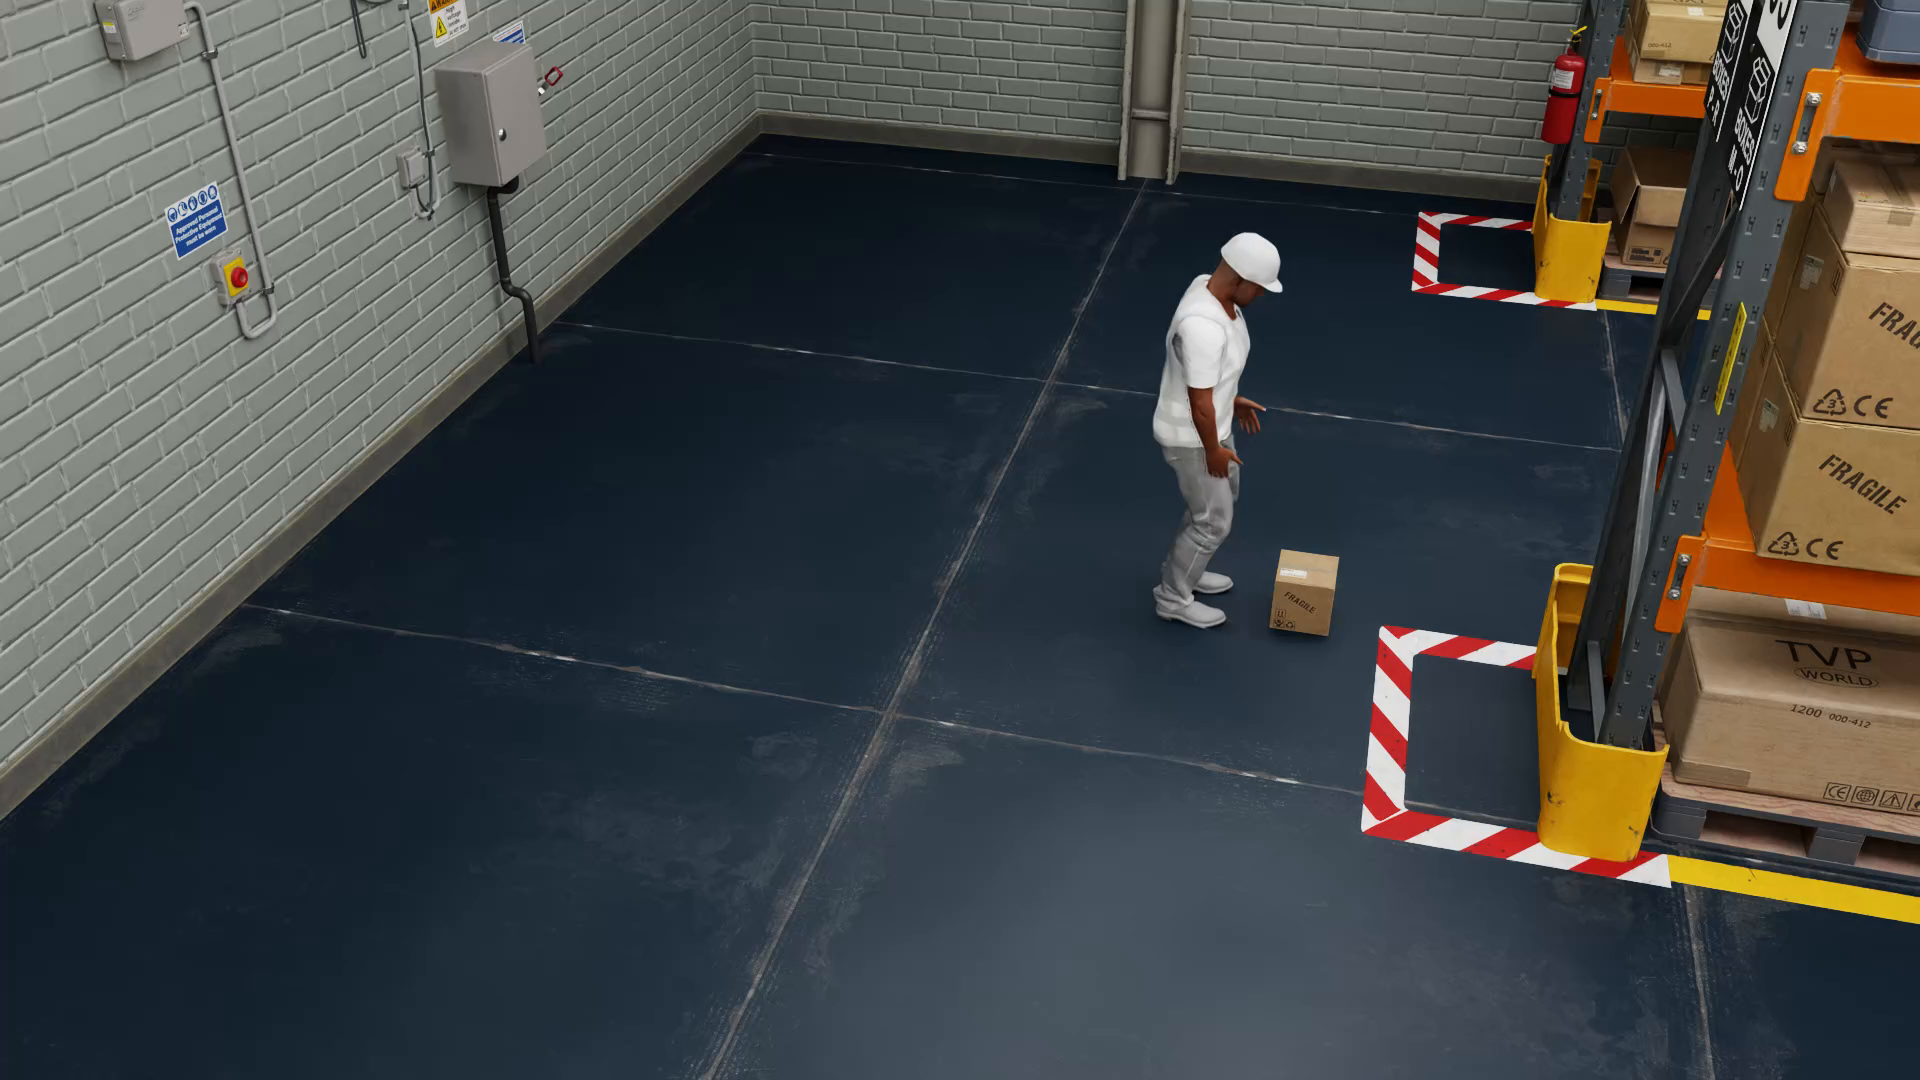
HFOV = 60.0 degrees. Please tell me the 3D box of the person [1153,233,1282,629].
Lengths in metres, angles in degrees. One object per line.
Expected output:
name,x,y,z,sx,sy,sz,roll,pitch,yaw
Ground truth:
person,1.040,-0.468,6.895,0.453,1.717,0.591,9,34,14
